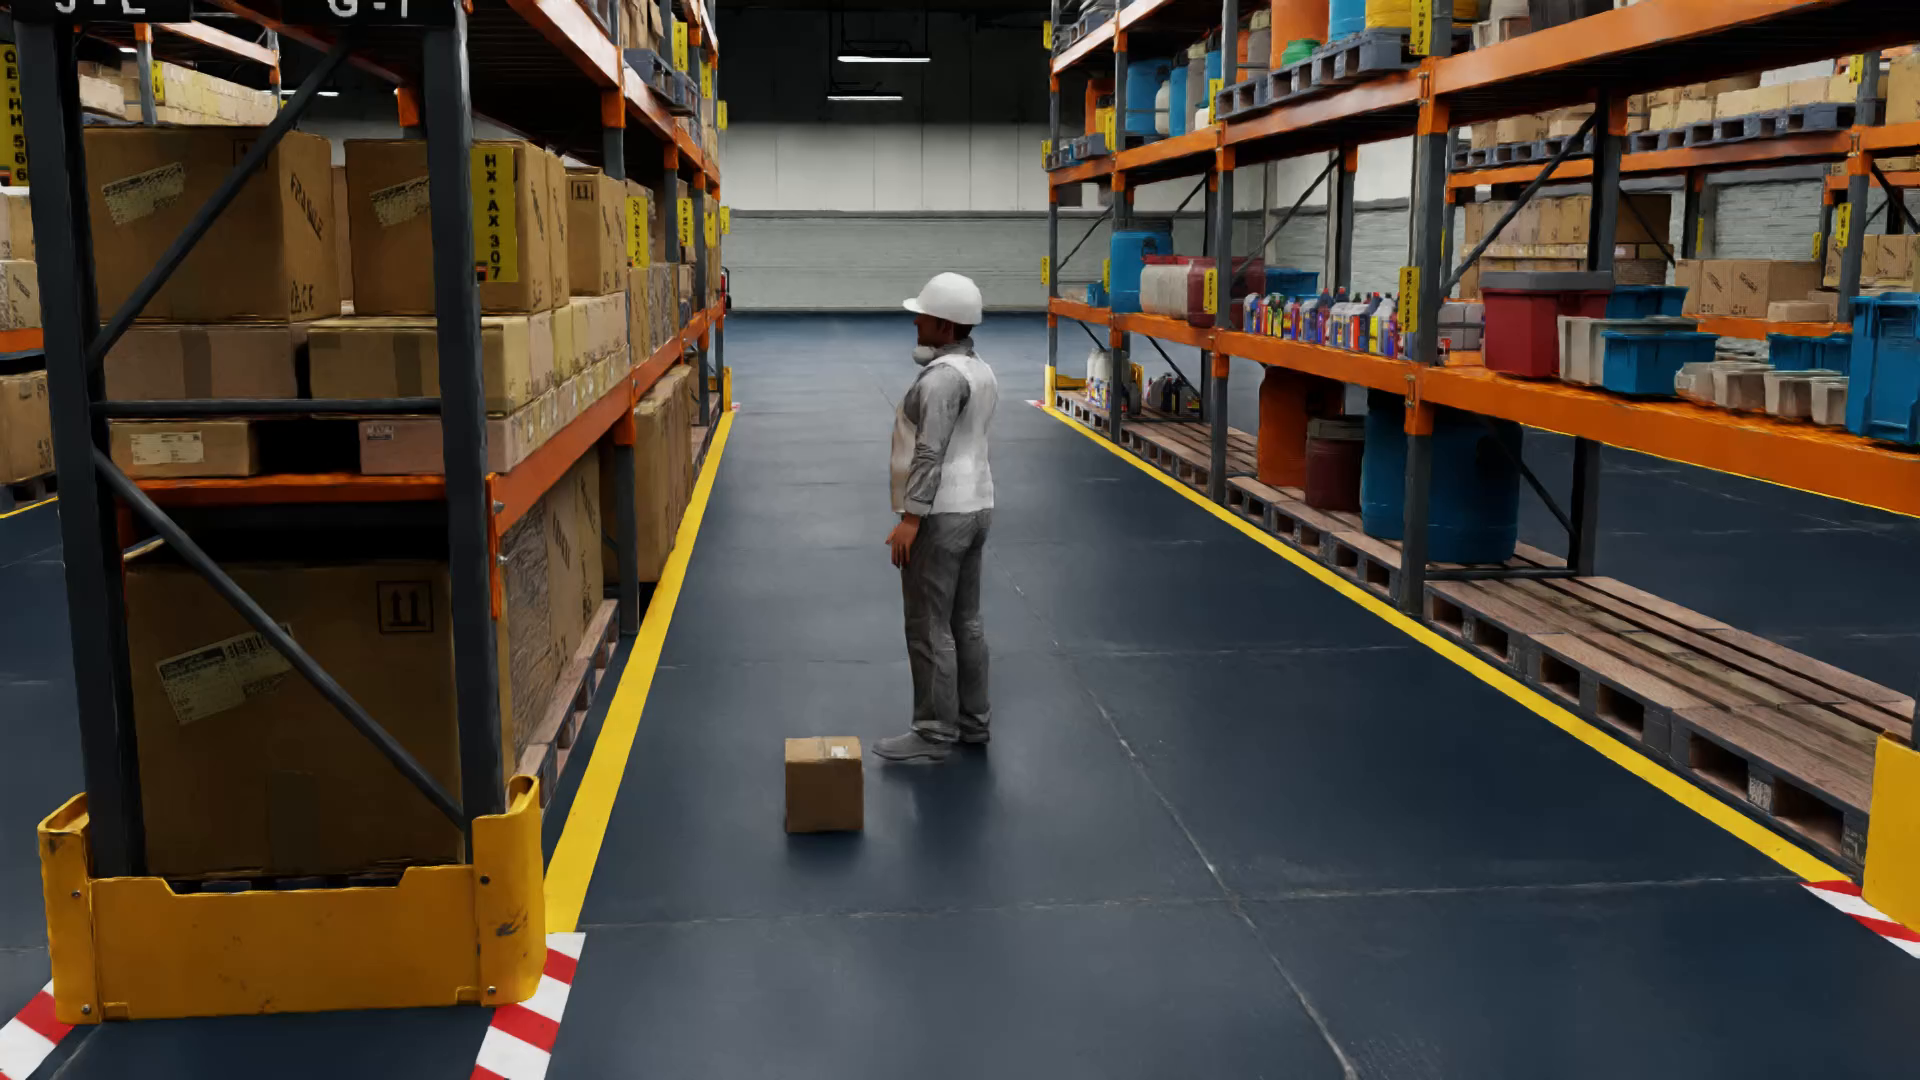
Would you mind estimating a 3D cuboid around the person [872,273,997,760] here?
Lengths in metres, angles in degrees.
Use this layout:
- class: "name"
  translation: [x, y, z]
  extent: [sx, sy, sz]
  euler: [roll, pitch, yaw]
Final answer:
- class: "person"
  translation: [-0.077, -0.089, 6.174]
  extent: [0.379, 1.783, 0.628]
  euler: [3, 10, 19]
